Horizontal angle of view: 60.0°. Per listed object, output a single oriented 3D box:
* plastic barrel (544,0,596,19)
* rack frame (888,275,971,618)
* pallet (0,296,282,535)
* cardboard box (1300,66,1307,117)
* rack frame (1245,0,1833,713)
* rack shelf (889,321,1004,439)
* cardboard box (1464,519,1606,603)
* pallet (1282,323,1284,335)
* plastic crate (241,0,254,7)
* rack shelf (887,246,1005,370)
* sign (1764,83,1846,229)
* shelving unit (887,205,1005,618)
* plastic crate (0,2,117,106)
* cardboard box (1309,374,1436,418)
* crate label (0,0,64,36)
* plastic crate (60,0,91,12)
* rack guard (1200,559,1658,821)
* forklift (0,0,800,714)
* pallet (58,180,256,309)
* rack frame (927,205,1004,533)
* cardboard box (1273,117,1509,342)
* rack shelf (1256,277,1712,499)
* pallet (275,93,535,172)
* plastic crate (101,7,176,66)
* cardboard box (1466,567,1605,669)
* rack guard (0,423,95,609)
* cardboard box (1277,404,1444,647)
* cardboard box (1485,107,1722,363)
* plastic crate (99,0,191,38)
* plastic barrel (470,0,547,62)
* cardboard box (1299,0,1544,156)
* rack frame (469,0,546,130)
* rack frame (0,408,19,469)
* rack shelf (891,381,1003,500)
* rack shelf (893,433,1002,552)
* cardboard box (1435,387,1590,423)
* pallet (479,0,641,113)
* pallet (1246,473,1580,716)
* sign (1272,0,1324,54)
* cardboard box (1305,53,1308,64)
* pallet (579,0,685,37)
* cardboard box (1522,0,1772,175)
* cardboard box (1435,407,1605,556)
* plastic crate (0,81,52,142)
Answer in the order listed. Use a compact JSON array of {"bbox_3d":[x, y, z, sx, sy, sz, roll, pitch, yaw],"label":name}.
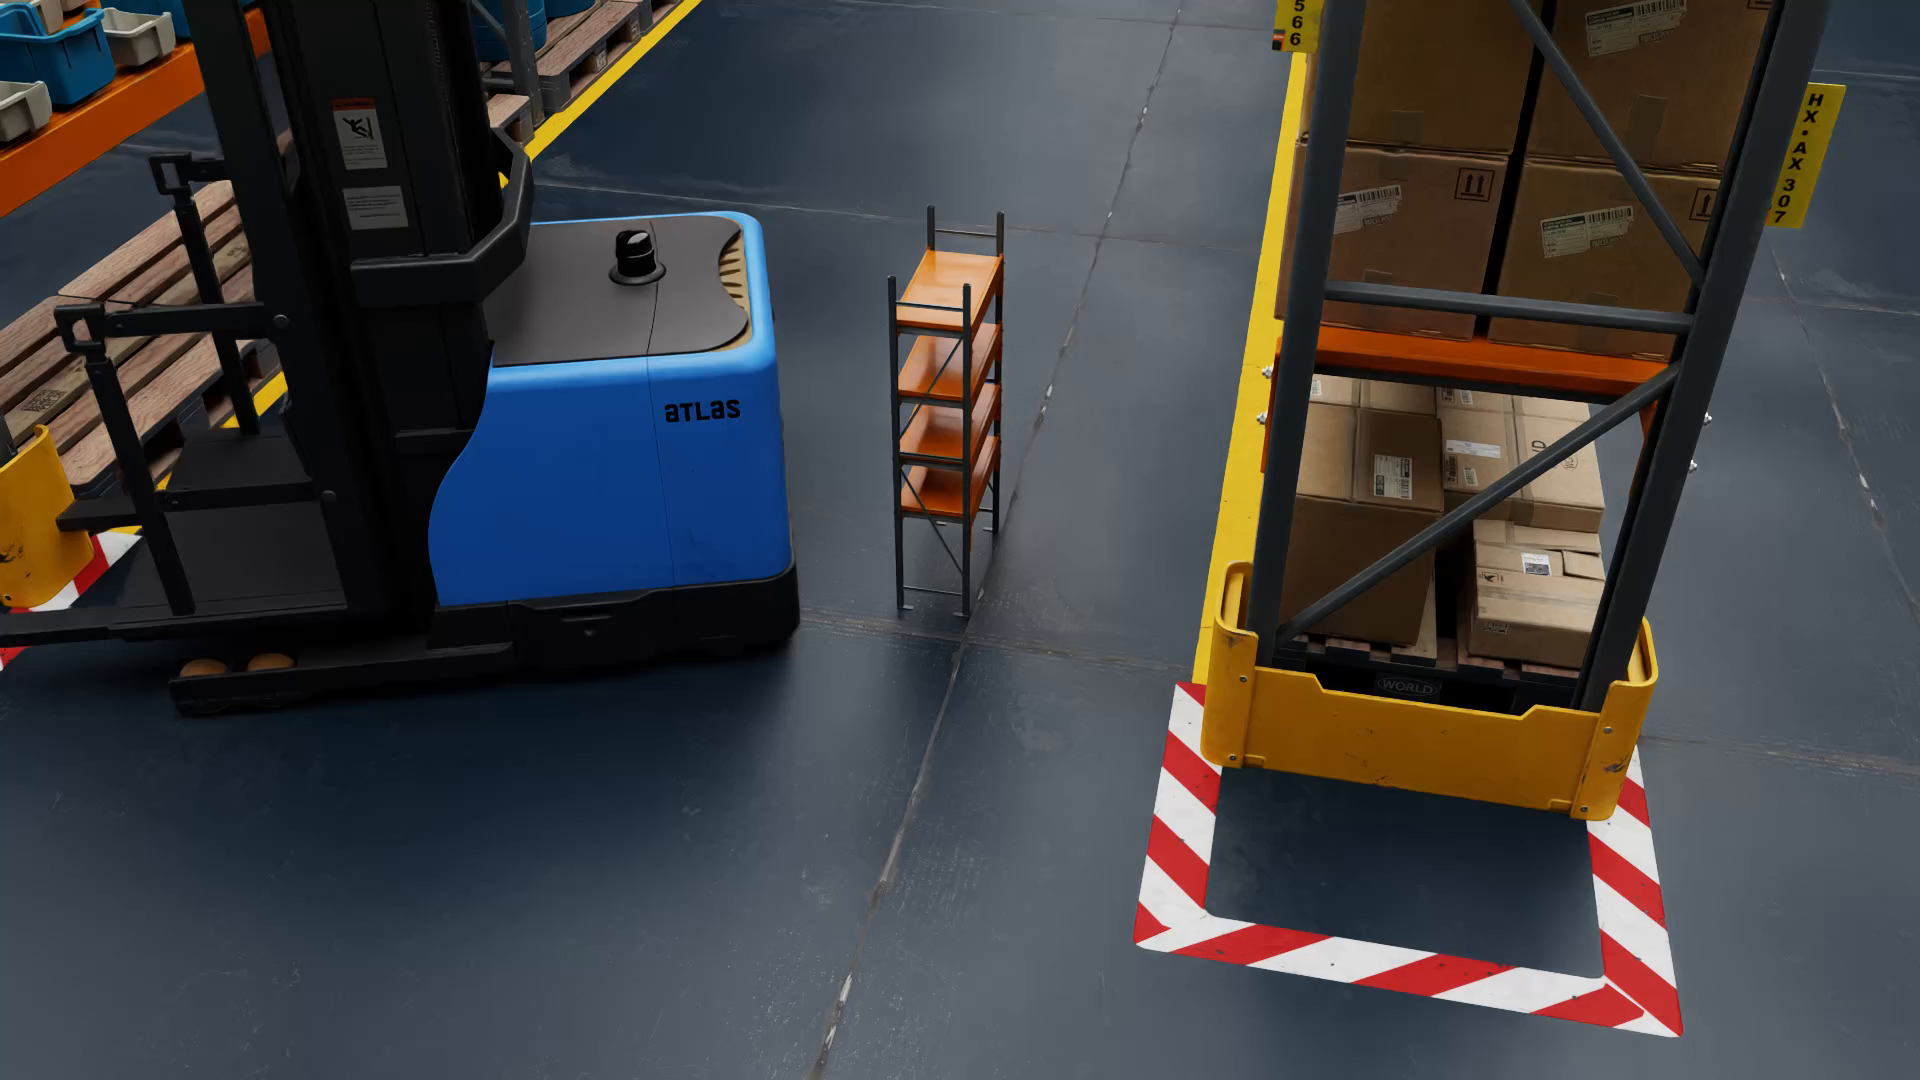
[{"bbox_3d":[-2.414,-3.499,9.452,0.600,0.901,0.708,7,37,10],"label":"plastic barrel"},{"bbox_3d":[-0.087,-0.251,5.074,0.240,1.200,0.015,7,37,10],"label":"rack frame"},{"bbox_3d":[-3.338,-0.509,6.272,1.003,0.211,1.213,7,37,10],"label":"pallet"},{"bbox_3d":[1.223,-1.176,4.732,0.500,0.500,0.500,8,37,10],"label":"cardboard box"},{"bbox_3d":[1.286,-0.547,3.949,1.000,3.000,0.127,7,37,10],"label":"rack frame"},{"bbox_3d":[-0.035,-0.518,5.175,0.258,0.148,0.480,7,37,10],"label":"rack shelf"},{"bbox_3d":[1.765,0.082,5.120,0.380,0.166,0.250,7,37,10],"label":"cardboard box"},{"bbox_3d":[1.735,-0.616,6.420,1.003,0.211,1.213,7,37,10],"label":"pallet"},{"bbox_3d":[-2.832,-2.154,6.257,0.416,0.233,0.300,7,37,10],"label":"plastic crate"},{"bbox_3d":[-0.035,-0.709,5.036,0.258,0.148,0.480,7,37,10],"label":"rack shelf"},{"bbox_3d":[1.816,-0.829,3.601,0.100,0.325,0.005,7,37,10],"label":"sign"},{"bbox_3d":[-0.035,-0.391,5.267,0.258,1.200,0.503,7,37,10],"label":"shelving unit"},{"bbox_3d":[-3.037,-1.604,5.499,0.416,0.233,0.300,7,37,10],"label":"plastic crate"},{"bbox_3d":[1.394,-0.495,5.845,0.500,0.250,0.500,7,37,10],"label":"cardboard box"},{"bbox_3d":[-3.443,-1.905,5.996,0.396,0.136,0.243,7,37,10],"label":"crate label"},{"bbox_3d":[-3.398,-2.077,6.233,0.298,0.136,0.250,7,37,10],"label":"plastic crate"},{"bbox_3d":[1.302,0.422,4.742,1.175,0.500,0.348,7,37,10],"label":"rack guard"},{"bbox_3d":[-2.068,-0.995,4.625,3.031,2.935,1.130,-5,36,-7],"label":"forklift"},{"bbox_3d":[-3.075,-1.206,7.234,1.003,0.211,1.213,7,37,10],"label":"pallet"},{"bbox_3d":[0.017,-0.531,5.460,0.240,1.200,0.015,7,37,10],"label":"rack frame"},{"bbox_3d":[1.116,-0.878,4.321,0.500,0.500,0.500,8,37,11],"label":"cardboard box"},{"bbox_3d":[1.713,-1.402,5.742,1.077,0.370,4.000,7,37,10],"label":"rack shelf"},{"bbox_3d":[-2.817,-1.908,8.202,1.003,0.211,1.213,7,37,10],"label":"pallet"},{"bbox_3d":[-2.883,-1.750,5.782,0.250,0.136,0.298,7,37,10],"label":"plastic crate"},{"bbox_3d":[1.711,0.232,4.928,0.380,0.149,0.250,7,37,10],"label":"cardboard box"},{"bbox_3d":[-3.545,-0.142,5.520,1.175,0.500,0.348,7,37,10],"label":"rack guard"},{"bbox_3d":[1.162,-0.056,5.026,0.500,0.500,0.500,7,37,10],"label":"cardboard box"},{"bbox_3d":[1.639,-0.809,4.225,0.500,0.500,0.500,8,37,11],"label":"cardboard box"},{"bbox_3d":[-2.896,-1.982,6.020,0.416,0.233,0.300,7,37,10],"label":"plastic crate"},{"bbox_3d":[-2.565,-3.093,8.892,0.600,0.901,0.708,7,37,10],"label":"plastic barrel"},{"bbox_3d":[1.113,-1.282,4.025,0.500,0.500,0.500,7,37,10],"label":"cardboard box"},{"bbox_3d":[-2.698,-3.463,7.972,1.000,3.000,0.127,7,37,10],"label":"rack frame"},{"bbox_3d":[-3.552,-1.170,4.808,1.000,3.000,0.127,7,37,10],"label":"rack frame"},{"bbox_3d":[-0.035,-0.336,5.306,0.258,0.148,0.480,7,37,10],"label":"rack shelf"},{"bbox_3d":[-0.035,-0.176,5.423,0.258,0.148,0.480,7,37,10],"label":"rack shelf"},{"bbox_3d":[1.893,-0.461,5.798,0.500,0.250,0.500,7,37,10],"label":"cardboard box"},{"bbox_3d":[-2.492,-2.771,9.394,1.003,0.211,1.213,7,37,10],"label":"pallet"},{"bbox_3d":[1.472,0.082,5.458,1.003,0.211,1.213,7,37,10],"label":"pallet"},{"bbox_3d":[0.748,-1.225,3.628,0.100,0.325,0.005,7,37,10],"label":"sign"},{"bbox_3d":[1.220,-1.572,4.425,0.500,0.500,0.500,8,37,11],"label":"cardboard box"},{"bbox_3d":[-2.234,-3.473,10.362,1.003,0.211,1.213,7,37,10],"label":"pallet"},{"bbox_3d":[1.639,-1.214,3.931,0.500,0.500,0.500,8,37,11],"label":"cardboard box"},{"bbox_3d":[1.786,-0.175,5.403,0.500,0.250,0.500,7,37,10],"label":"cardboard box"},{"bbox_3d":[-3.028,-1.361,5.246,0.250,0.136,0.298,7,37,10],"label":"plastic crate"}]
